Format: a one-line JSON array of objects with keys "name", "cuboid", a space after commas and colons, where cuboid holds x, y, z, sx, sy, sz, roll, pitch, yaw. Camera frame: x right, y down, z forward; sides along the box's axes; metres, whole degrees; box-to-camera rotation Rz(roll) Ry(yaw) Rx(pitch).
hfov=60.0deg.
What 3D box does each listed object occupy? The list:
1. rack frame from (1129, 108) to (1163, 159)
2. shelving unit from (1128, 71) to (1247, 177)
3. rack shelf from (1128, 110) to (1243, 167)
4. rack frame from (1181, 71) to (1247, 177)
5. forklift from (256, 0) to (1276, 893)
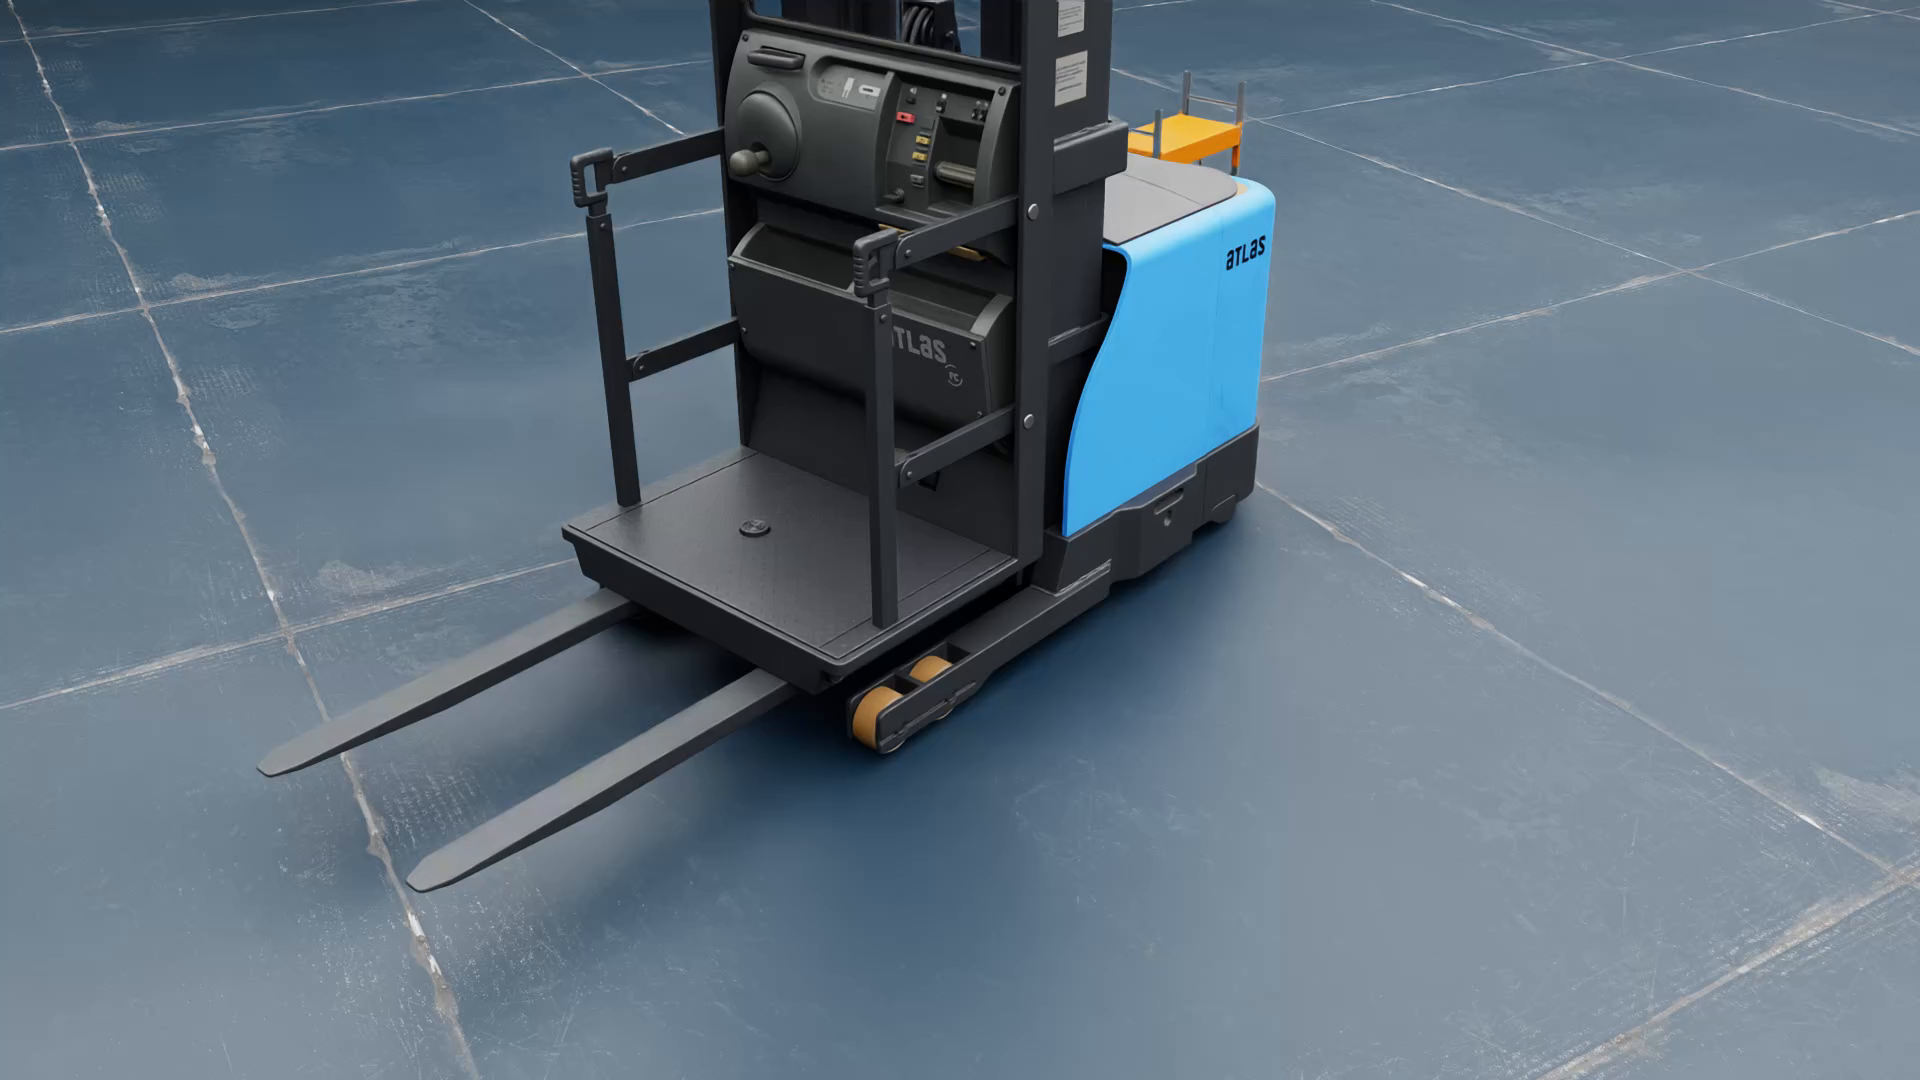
[{"name": "rack frame", "cuboid": [0.537, -0.855, 5.550, 0.240, 1.200, 0.015, 22, 36, 35]}, {"name": "shelving unit", "cuboid": [0.696, -0.943, 5.713, 0.258, 1.200, 0.503, 22, 36, 35]}, {"name": "rack shelf", "cuboid": [0.697, -1.288, 5.525, 0.258, 0.148, 0.480, 22, 36, 35]}, {"name": "rack frame", "cuboid": [0.854, -1.031, 5.876, 0.240, 1.200, 0.015, 22, 36, 35]}, {"name": "forklift", "cuboid": [-0.387, -1.013, 4.053, 1.130, 2.935, 3.031, 23, 36, 35]}]
